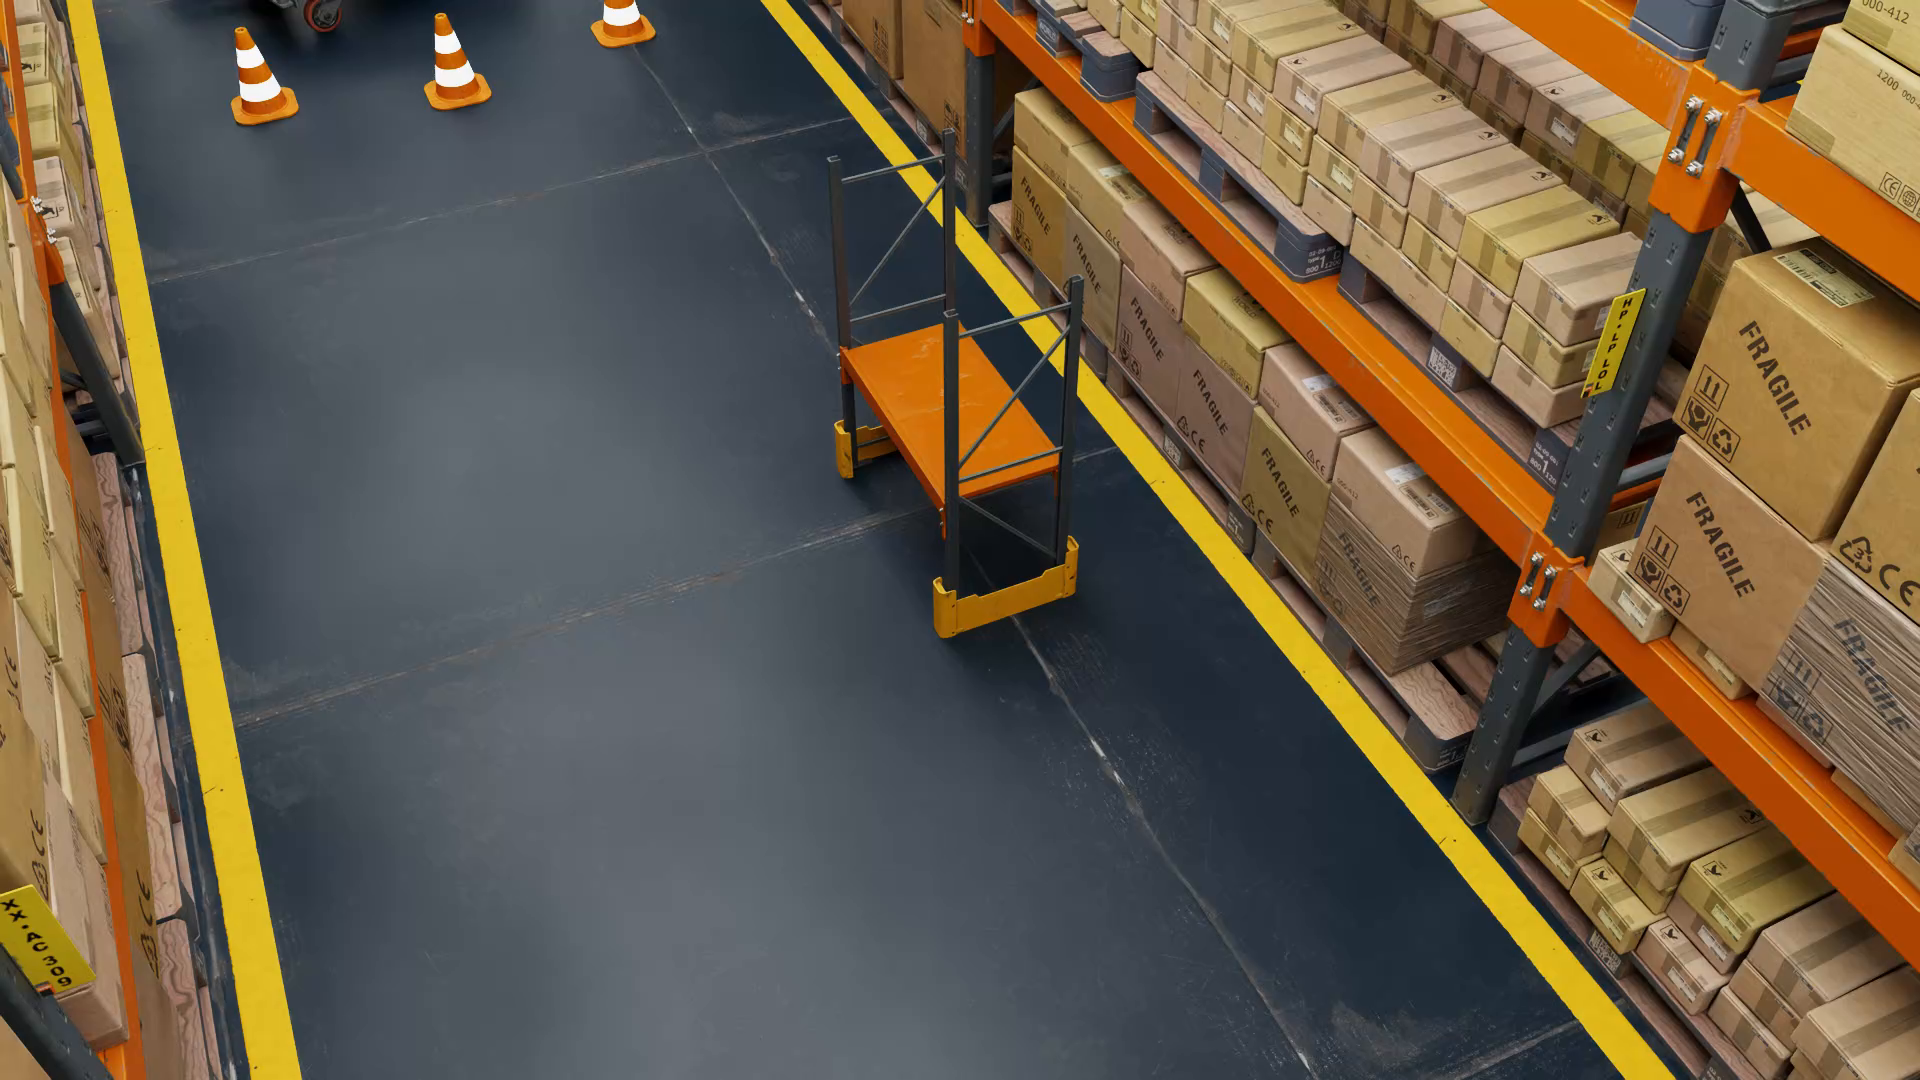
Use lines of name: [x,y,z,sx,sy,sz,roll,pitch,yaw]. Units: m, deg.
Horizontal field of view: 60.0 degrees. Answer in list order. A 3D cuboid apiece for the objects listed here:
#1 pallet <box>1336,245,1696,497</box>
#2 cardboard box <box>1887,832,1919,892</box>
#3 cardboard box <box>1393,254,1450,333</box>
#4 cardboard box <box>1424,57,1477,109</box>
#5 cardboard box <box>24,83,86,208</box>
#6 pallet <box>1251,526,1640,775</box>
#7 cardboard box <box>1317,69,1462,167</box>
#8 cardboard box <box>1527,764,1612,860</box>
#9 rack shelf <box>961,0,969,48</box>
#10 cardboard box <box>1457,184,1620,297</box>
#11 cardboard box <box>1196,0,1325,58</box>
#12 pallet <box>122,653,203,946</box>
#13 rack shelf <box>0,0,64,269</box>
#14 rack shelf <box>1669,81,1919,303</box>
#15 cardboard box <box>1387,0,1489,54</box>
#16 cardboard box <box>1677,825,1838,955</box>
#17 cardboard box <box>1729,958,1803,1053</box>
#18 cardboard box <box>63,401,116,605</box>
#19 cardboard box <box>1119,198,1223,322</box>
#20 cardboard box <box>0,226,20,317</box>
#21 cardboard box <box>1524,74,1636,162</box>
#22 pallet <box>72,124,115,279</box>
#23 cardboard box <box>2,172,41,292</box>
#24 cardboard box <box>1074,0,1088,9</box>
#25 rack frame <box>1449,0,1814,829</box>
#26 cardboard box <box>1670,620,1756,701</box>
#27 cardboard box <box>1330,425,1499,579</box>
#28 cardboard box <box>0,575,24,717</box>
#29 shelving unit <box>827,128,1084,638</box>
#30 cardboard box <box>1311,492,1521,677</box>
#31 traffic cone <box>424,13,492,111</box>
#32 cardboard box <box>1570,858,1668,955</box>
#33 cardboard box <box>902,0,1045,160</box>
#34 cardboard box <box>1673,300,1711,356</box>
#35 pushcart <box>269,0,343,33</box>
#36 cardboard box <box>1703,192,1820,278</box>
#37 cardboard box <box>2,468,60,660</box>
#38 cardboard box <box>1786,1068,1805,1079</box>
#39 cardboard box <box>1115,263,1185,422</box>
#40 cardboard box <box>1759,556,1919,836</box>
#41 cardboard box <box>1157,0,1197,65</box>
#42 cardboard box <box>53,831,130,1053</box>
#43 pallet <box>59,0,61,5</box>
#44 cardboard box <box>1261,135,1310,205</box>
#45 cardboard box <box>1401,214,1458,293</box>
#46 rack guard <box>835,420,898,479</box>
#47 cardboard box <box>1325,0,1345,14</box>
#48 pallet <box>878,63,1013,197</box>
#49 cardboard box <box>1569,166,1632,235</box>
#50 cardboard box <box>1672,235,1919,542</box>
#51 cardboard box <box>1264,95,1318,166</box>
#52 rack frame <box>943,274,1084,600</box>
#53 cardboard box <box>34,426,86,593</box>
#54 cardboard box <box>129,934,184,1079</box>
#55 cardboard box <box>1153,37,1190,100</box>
pallet: [2.001,-0.720,5.481,1.003,0.211,1.213,-18,47,-17]
cardboard box: [2.504,0.760,4.023,0.380,0.149,0.250,-17,47,-17]
cardboard box: [1.631,-0.838,5.344,0.380,0.149,0.250,-18,47,-18]
cardboard box: [1.886,-1.646,5.951,0.380,0.149,0.250,-19,48,-18]
cardboard box: [-4.800,-1.811,8.022,0.950,0.372,0.625,-17,47,-16]
pallet: [1.862,0.238,6.358,1.003,0.211,1.213,-18,47,-17]
cardboard box: [1.413,-1.390,5.479,0.380,0.149,0.250,-19,48,-19]
cardboard box: [2.052,0.826,5.296,0.380,0.149,0.250,-16,47,-16]
rack shelf: [-0.332,-3.826,9.004,1.077,0.370,4.000,-18,47,-17]
cardboard box: [1.731,-0.900,4.982,0.380,0.149,0.250,-19,48,-19]
cardboard box: [1.081,-1.891,5.987,0.380,0.149,0.250,-17,47,-16]
pallet: [-3.168,1.012,5.574,1.003,0.211,1.213,-18,47,-17]
rack shelf: [-4.781,-2.300,7.457,1.077,0.370,4.000,-18,47,-17]
rack shelf: [3.031,0.204,2.784,1.077,0.370,4.000,-18,47,-17]
cardboard box: [1.781,-1.912,6.008,0.380,0.149,0.250,-17,47,-16]
cardboard box: [2.360,1.015,4.893,0.380,0.149,0.250,-19,48,-18]
cardboard box: [2.486,1.279,4.838,0.380,0.149,0.250,-20,48,-19]
cardboard box: [-3.725,-0.210,6.041,0.875,0.875,0.875,-18,48,-18]
cardboard box: [0.988,-1.181,6.758,0.500,0.250,0.500,-18,47,-17]
cardboard box: [-3.287,-0.847,5.223,0.500,0.250,0.500,-19,48,-18]
cardboard box: [2.111,-1.417,5.507,0.380,0.149,0.250,-19,48,-18]
pallet: [-4.777,-1.564,8.184,1.003,0.211,1.213,-18,47,-17]
cardboard box: [-3.492,-0.982,5.717,0.500,0.250,0.500,-20,48,-19]
cardboard box: [0.626,-2.352,6.878,0.380,0.149,0.250,-16,47,-15]
rack frame: [2.190,-0.259,4.876,1.000,3.000,0.127,-18,47,-17]
cardboard box: [2.189,0.251,4.539,0.380,0.149,0.250,-17,47,-16]
cardboard box: [1.648,-0.185,5.749,0.500,0.250,0.500,-19,48,-18]
cardboard box: [-2.422,0.195,3.634,0.500,0.500,0.500,-18,47,-18]
shelving unit: [-0.032,-0.582,6.272,0.587,1.500,1.083,-18,47,-17]
cardboard box: [1.651,0.084,6.009,0.500,0.500,0.500,-19,48,-18]
traffic cone: [-2.801,-2.661,9.118,0.336,0.463,0.334,-18,47,-17]
cardboard box: [2.164,1.103,5.227,0.380,0.149,0.250,-17,47,-16]
cardboard box: [0.334,-2.571,8.523,1.050,0.750,0.750,-19,48,-18]
cardboard box: [2.442,-0.706,5.209,0.380,0.149,0.250,-20,48,-19]
pushcart: [-3.575,-3.602,10.132,1.648,0.377,0.936,-35,54,-30]
cardboard box: [2.442,-0.917,5.000,0.380,0.149,0.250,-16,47,-15]
cardboard box: [-2.620,0.126,4.237,0.500,0.250,0.500,-17,47,-17]
cardboard box: [2.612,1.554,4.770,0.380,0.149,0.250,-20,48,-19]
cardboard box: [1.009,-0.896,7.003,0.500,0.500,0.500,-19,48,-18]
cardboard box: [2.384,0.303,4.024,0.500,0.500,0.500,-18,47,-17]
cardboard box: [0.971,-1.945,6.254,0.380,0.149,0.250,-18,47,-17]
cardboard box: [-2.204,0.963,3.745,0.500,0.250,0.500,-19,48,-18]
pallet: [-5.937,-3.255,9.899,1.003,0.211,1.213,-18,47,-17]
cardboard box: [1.293,-1.343,5.855,0.380,0.149,0.250,-16,47,-16]
cardboard box: [1.630,-0.946,5.241,0.380,0.149,0.250,-16,47,-16]
rack guard: [-0.241,-0.455,7.033,0.587,0.250,0.087,-18,47,-17]
cardboard box: [1.563,-2.138,6.449,0.380,0.149,0.250,-18,47,-18]
pallet: [0.245,-2.340,8.971,1.003,0.211,1.213,-18,47,-17]
cardboard box: [2.222,-1.140,5.438,0.380,0.149,0.250,-17,47,-16]
cardboard box: [2.159,-0.396,4.021,0.500,0.500,0.500,-17,47,-16]
cardboard box: [1.286,-1.459,5.761,0.380,0.149,0.250,-18,47,-17]
rack frame: [0.178,-0.264,5.950,0.500,1.500,0.032,-18,47,-17]
cardboard box: [-2.826,-0.019,4.741,0.500,0.250,0.500,-19,48,-18]
cardboard box: [-2.592,1.503,4.305,0.875,0.875,0.875,-17,47,-16]
cardboard box: [0.969,-1.840,6.359,0.380,0.149,0.250,-17,47,-16]
